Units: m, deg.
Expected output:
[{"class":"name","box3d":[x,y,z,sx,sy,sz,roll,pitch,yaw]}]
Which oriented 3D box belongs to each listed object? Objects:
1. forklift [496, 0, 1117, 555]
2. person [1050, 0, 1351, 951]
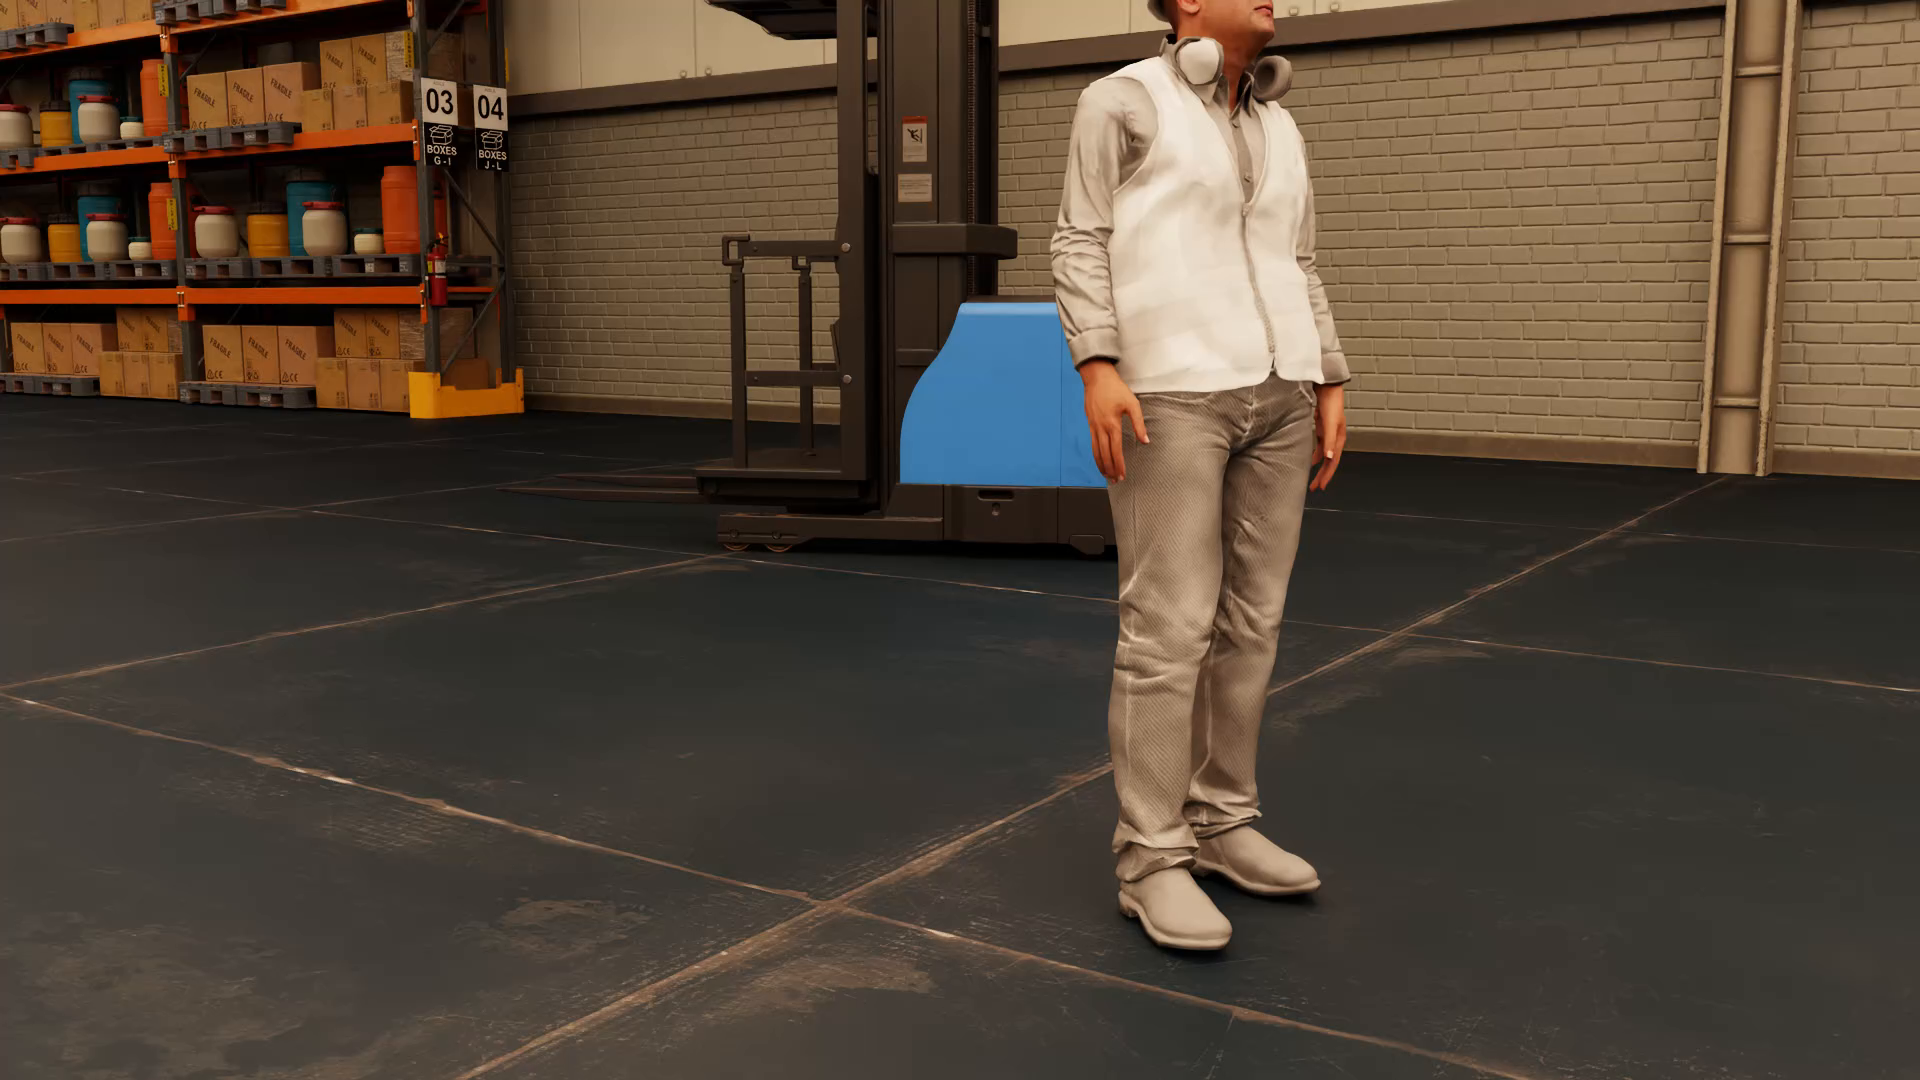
[{"class":"forklift","box3d":[-0.596,-1.469,7.520,3.031,2.935,1.130,2,8,12]},{"class":"person","box3d":[0.488,-0.244,2.967,0.632,1.773,0.569,-5,10,-33]}]
